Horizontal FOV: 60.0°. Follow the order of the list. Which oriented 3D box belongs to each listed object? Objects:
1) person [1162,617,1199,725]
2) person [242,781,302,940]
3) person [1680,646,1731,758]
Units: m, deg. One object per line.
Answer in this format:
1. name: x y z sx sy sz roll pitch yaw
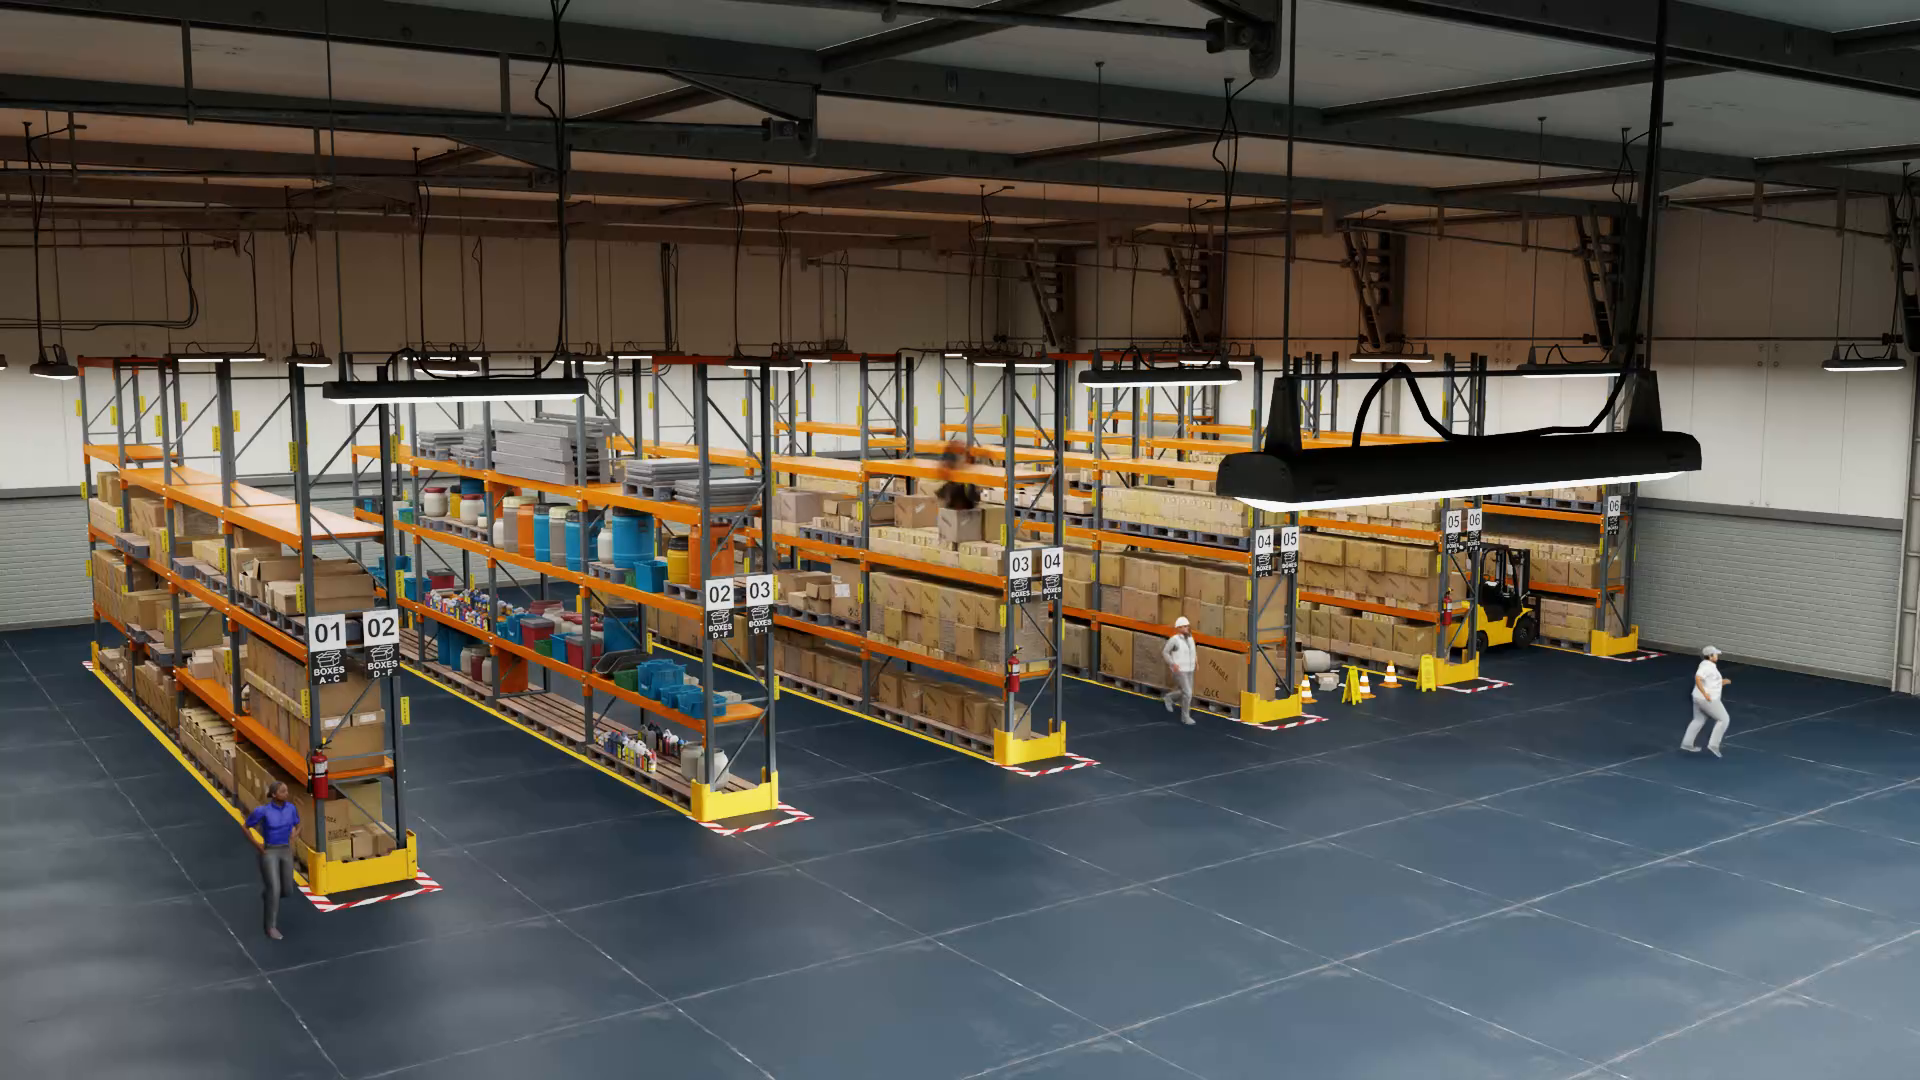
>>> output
1. person: 3.629 2.137 27.530 0.677 1.752 0.767 -6 9 -40
2. person: -7.362 3.395 17.916 0.791 1.625 0.608 5 9 37
3. person: 11.353 2.458 25.258 0.673 1.709 0.587 1 7 6
